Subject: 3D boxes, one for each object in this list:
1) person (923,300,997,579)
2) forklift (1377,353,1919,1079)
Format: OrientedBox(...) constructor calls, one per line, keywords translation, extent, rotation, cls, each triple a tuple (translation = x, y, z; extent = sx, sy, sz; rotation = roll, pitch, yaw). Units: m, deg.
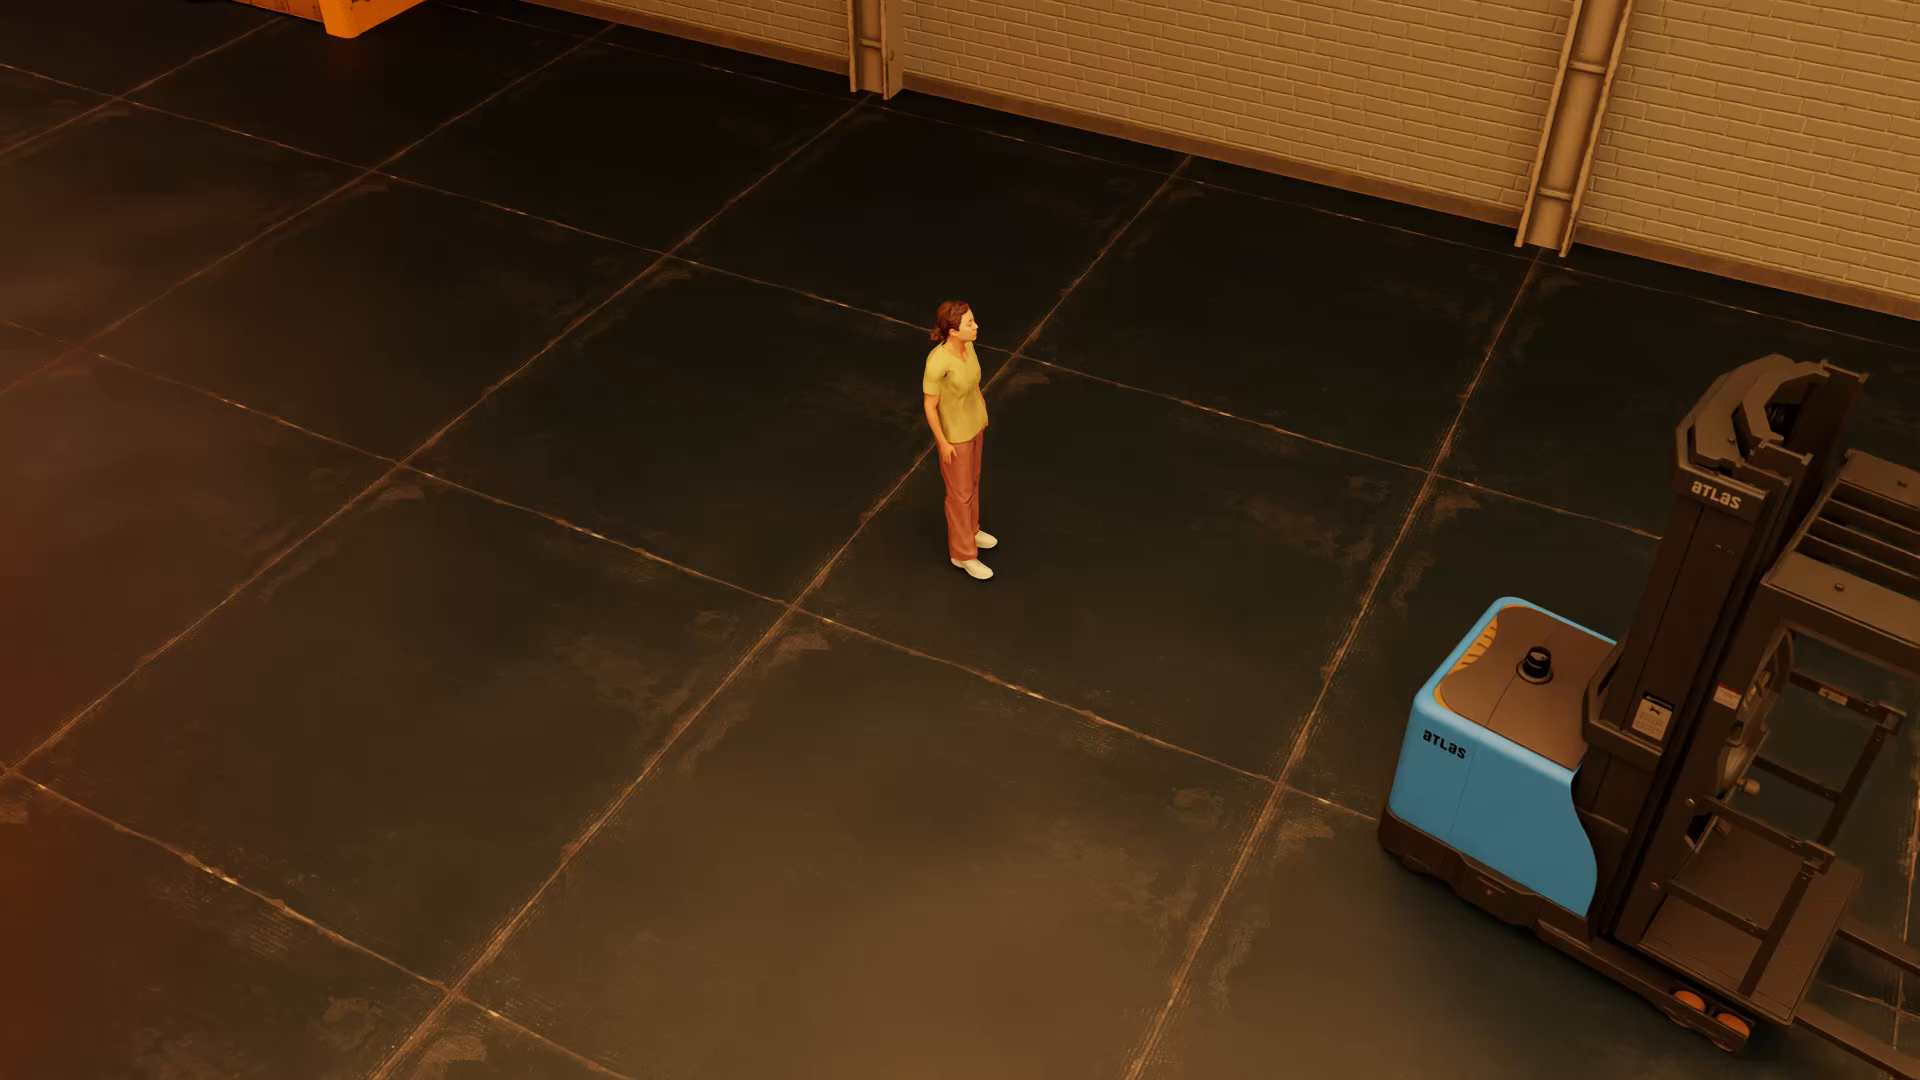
OrientedBox(translation=(0.060, -0.618, 9.683), extent=(0.548, 1.673, 0.553), rotation=(18, 43, 21), cls="person")
OrientedBox(translation=(3.566, 0.796, 7.041), extent=(3.031, 2.935, 1.130), rotation=(28, 47, 29), cls="forklift")
